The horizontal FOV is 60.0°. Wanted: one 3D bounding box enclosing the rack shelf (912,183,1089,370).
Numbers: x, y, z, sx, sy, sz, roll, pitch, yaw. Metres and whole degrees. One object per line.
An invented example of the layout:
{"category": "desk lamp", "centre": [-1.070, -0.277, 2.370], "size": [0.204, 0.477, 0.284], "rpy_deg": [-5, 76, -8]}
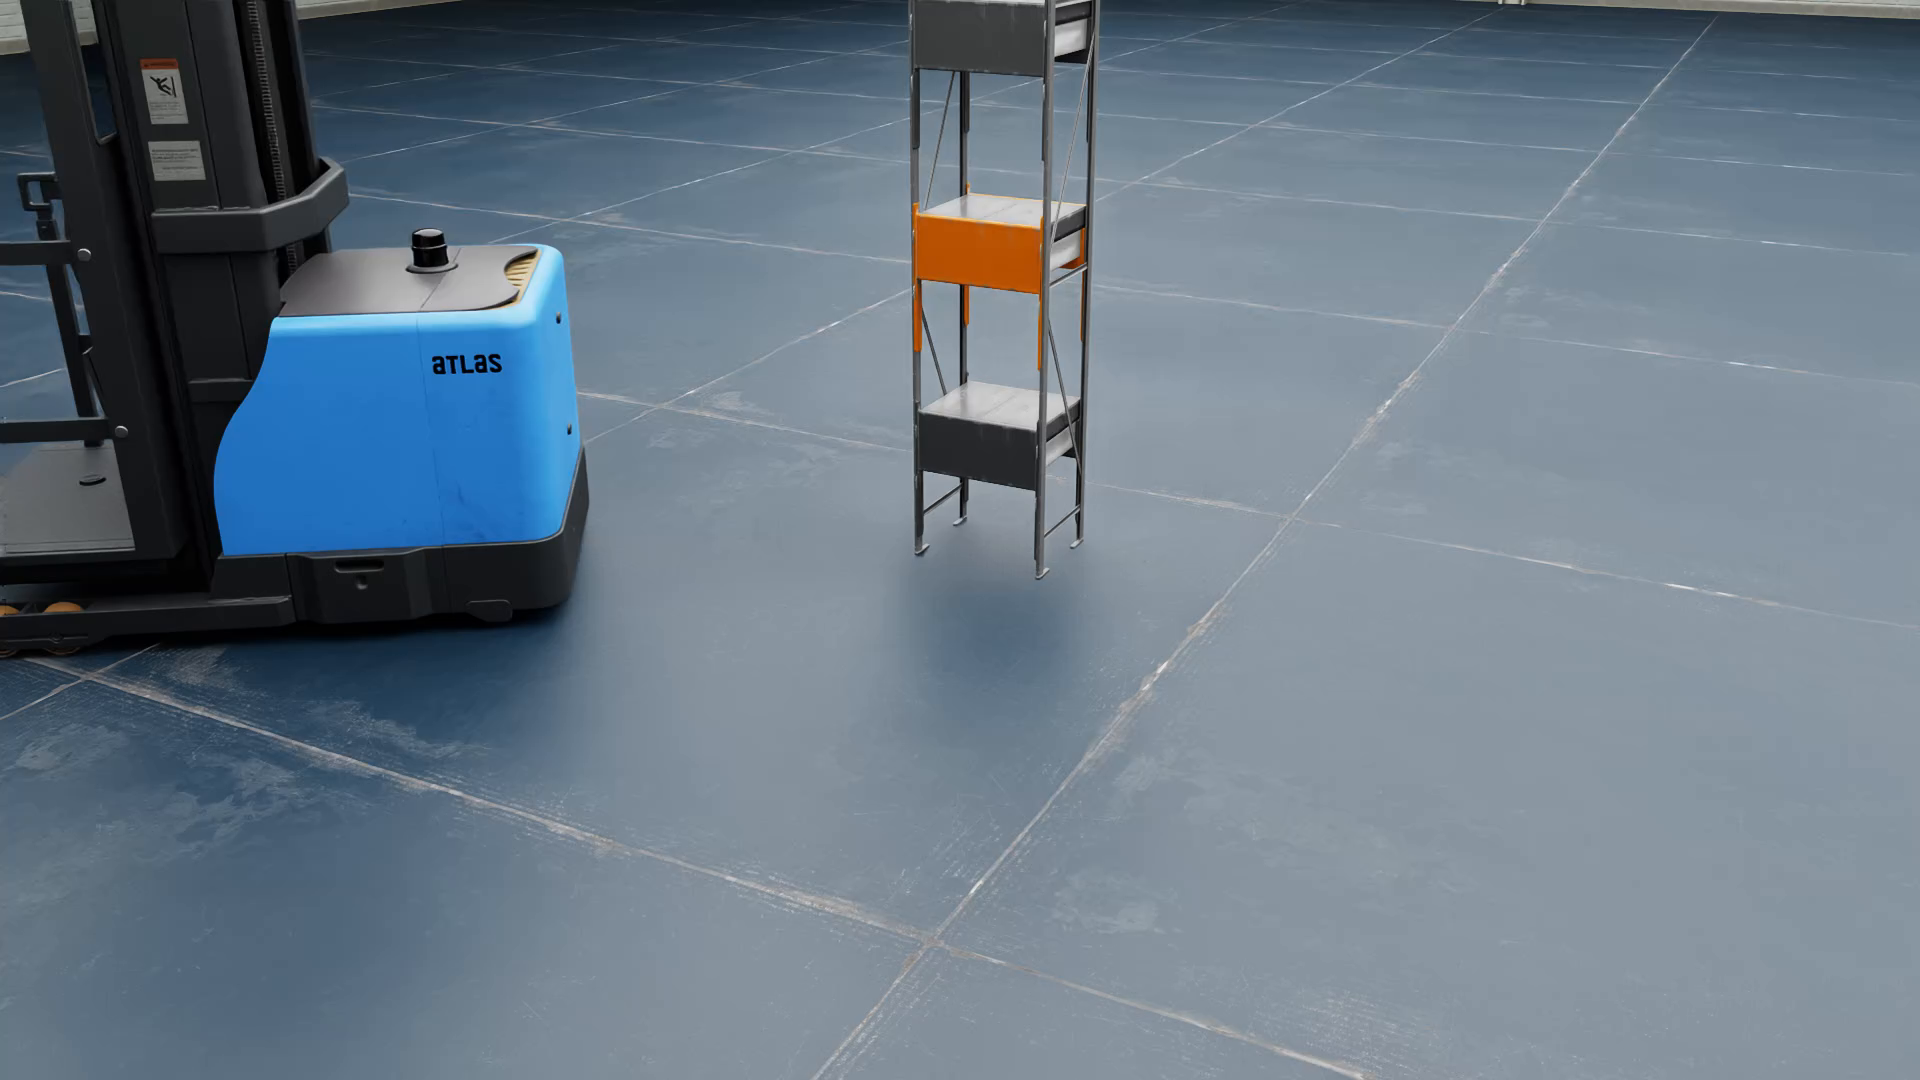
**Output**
{"category": "rack shelf", "centre": [0.148, -0.924, 5.776], "size": [0.480, 0.518, 0.431], "rpy_deg": [11, 25, 25]}

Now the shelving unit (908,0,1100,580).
{"category": "shelving unit", "centre": [0.148, -0.937, 5.770], "size": [0.503, 2.100, 0.431], "rpy_deg": [11, 25, 25]}

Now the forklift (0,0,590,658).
{"category": "forklift", "centre": [-2.876, -1.188, 5.298], "size": [3.031, 2.935, 1.130], "rpy_deg": [-3, 23, -7]}

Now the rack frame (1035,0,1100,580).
{"category": "rack frame", "centre": [0.365, -0.894, 5.669], "size": [0.015, 2.100, 0.400], "rpy_deg": [11, 25, 25]}

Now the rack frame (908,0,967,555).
{"category": "rack frame", "centre": [-0.070, -0.980, 5.872], "size": [0.015, 2.100, 0.400], "rpy_deg": [11, 25, 25]}

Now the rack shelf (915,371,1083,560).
{"category": "rack shelf", "centre": [0.148, -0.280, 6.050], "size": [0.480, 0.518, 0.431], "rpy_deg": [11, 25, 25]}

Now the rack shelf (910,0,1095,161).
{"category": "rack shelf", "centre": [0.148, -1.569, 5.502], "size": [0.480, 0.518, 0.431], "rpy_deg": [11, 25, 25]}

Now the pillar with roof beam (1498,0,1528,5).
{"category": "pillar with roof beam", "centre": [6.674, -11.001, 20.619], "size": [0.400, 9.000, 9.100], "rpy_deg": [11, 25, 25]}
